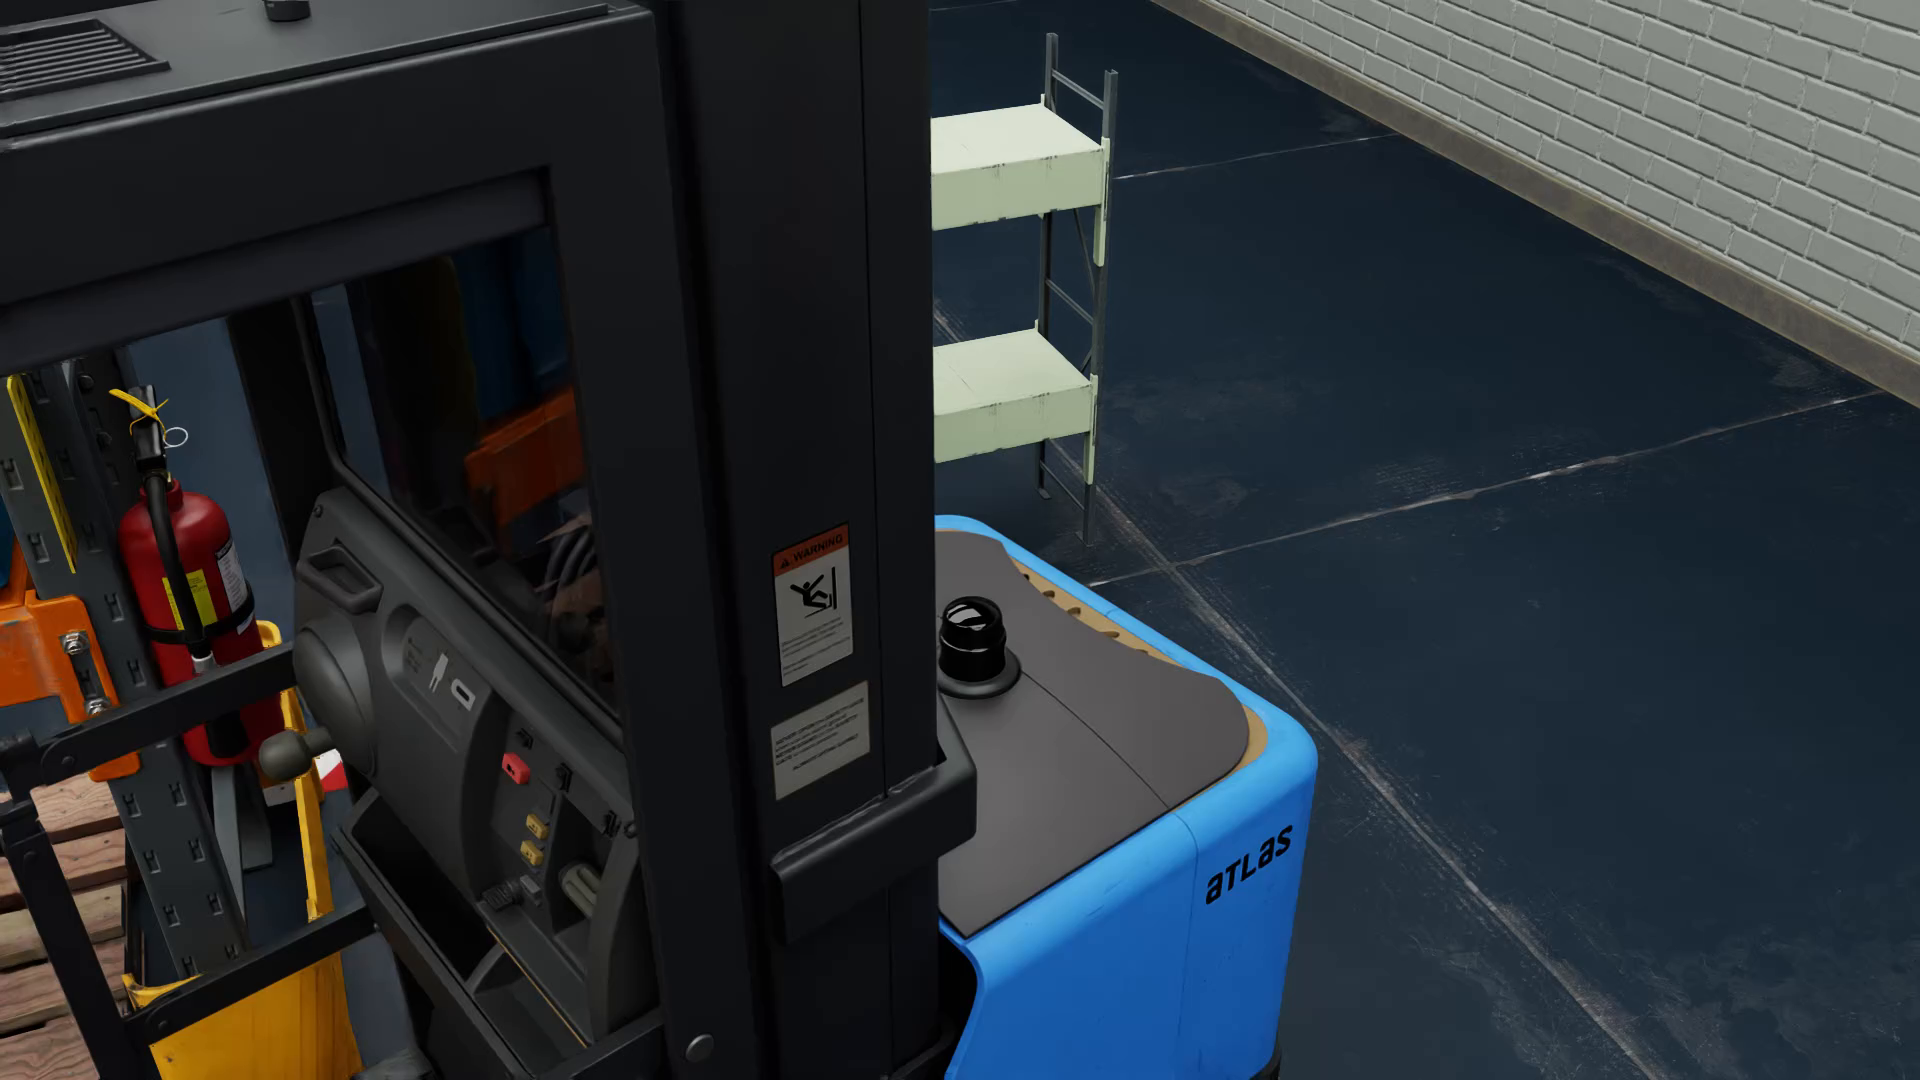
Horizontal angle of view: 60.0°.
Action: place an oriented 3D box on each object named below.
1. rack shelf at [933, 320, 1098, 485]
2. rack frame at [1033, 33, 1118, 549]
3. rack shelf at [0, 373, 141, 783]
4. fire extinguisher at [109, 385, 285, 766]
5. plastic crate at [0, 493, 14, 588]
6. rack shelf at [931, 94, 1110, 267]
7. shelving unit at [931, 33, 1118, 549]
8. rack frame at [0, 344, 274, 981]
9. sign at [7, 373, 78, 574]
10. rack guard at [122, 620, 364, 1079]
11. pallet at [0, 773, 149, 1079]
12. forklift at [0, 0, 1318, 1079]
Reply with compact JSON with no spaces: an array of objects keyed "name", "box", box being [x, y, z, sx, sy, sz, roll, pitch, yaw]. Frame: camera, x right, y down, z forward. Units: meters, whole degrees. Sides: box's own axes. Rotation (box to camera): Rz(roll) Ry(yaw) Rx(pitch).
[{"name":"rack shelf","box":[-0.006,-0.354,5.017,0.720,0.370,0.431,-13,35,-19]},{"name":"rack frame","box":[0.331,-0.704,4.958,0.023,1.500,0.400,-13,35,-19]},{"name":"rack shelf","box":[-3.458,0.411,2.528,4.000,0.370,1.077,-13,35,-19]},{"name":"fire extinguisher","box":[-1.299,0.072,2.801,0.183,0.674,0.296,-13,35,-19]},{"name":"plastic crate","box":[-1.850,-0.188,2.702,0.499,0.435,0.616,-13,35,-19]},{"name":"rack shelf","box":[-0.006,-0.954,4.626,0.720,0.370,0.431,-13,35,-19]},{"name":"shelving unit","box":[-0.006,-0.627,4.839,0.755,1.500,0.431,-13,35,-19]},{"name":"rack frame","box":[-1.614,-0.313,2.981,0.127,3.000,1.000,-13,35,-19]},{"name":"sign","box":[-1.386,-0.108,2.516,0.005,0.325,0.100,-13,35,-19]},{"name":"rack guard","box":[-1.597,0.723,3.680,0.348,0.500,1.175,-13,35,-19]},{"name":"pallet","box":[-2.389,1.010,3.503,1.213,0.211,1.003,-13,35,-19]},{"name":"forklift","box":[-0.832,0.314,2.080,3.031,2.935,1.130,-25,40,-33]}]
